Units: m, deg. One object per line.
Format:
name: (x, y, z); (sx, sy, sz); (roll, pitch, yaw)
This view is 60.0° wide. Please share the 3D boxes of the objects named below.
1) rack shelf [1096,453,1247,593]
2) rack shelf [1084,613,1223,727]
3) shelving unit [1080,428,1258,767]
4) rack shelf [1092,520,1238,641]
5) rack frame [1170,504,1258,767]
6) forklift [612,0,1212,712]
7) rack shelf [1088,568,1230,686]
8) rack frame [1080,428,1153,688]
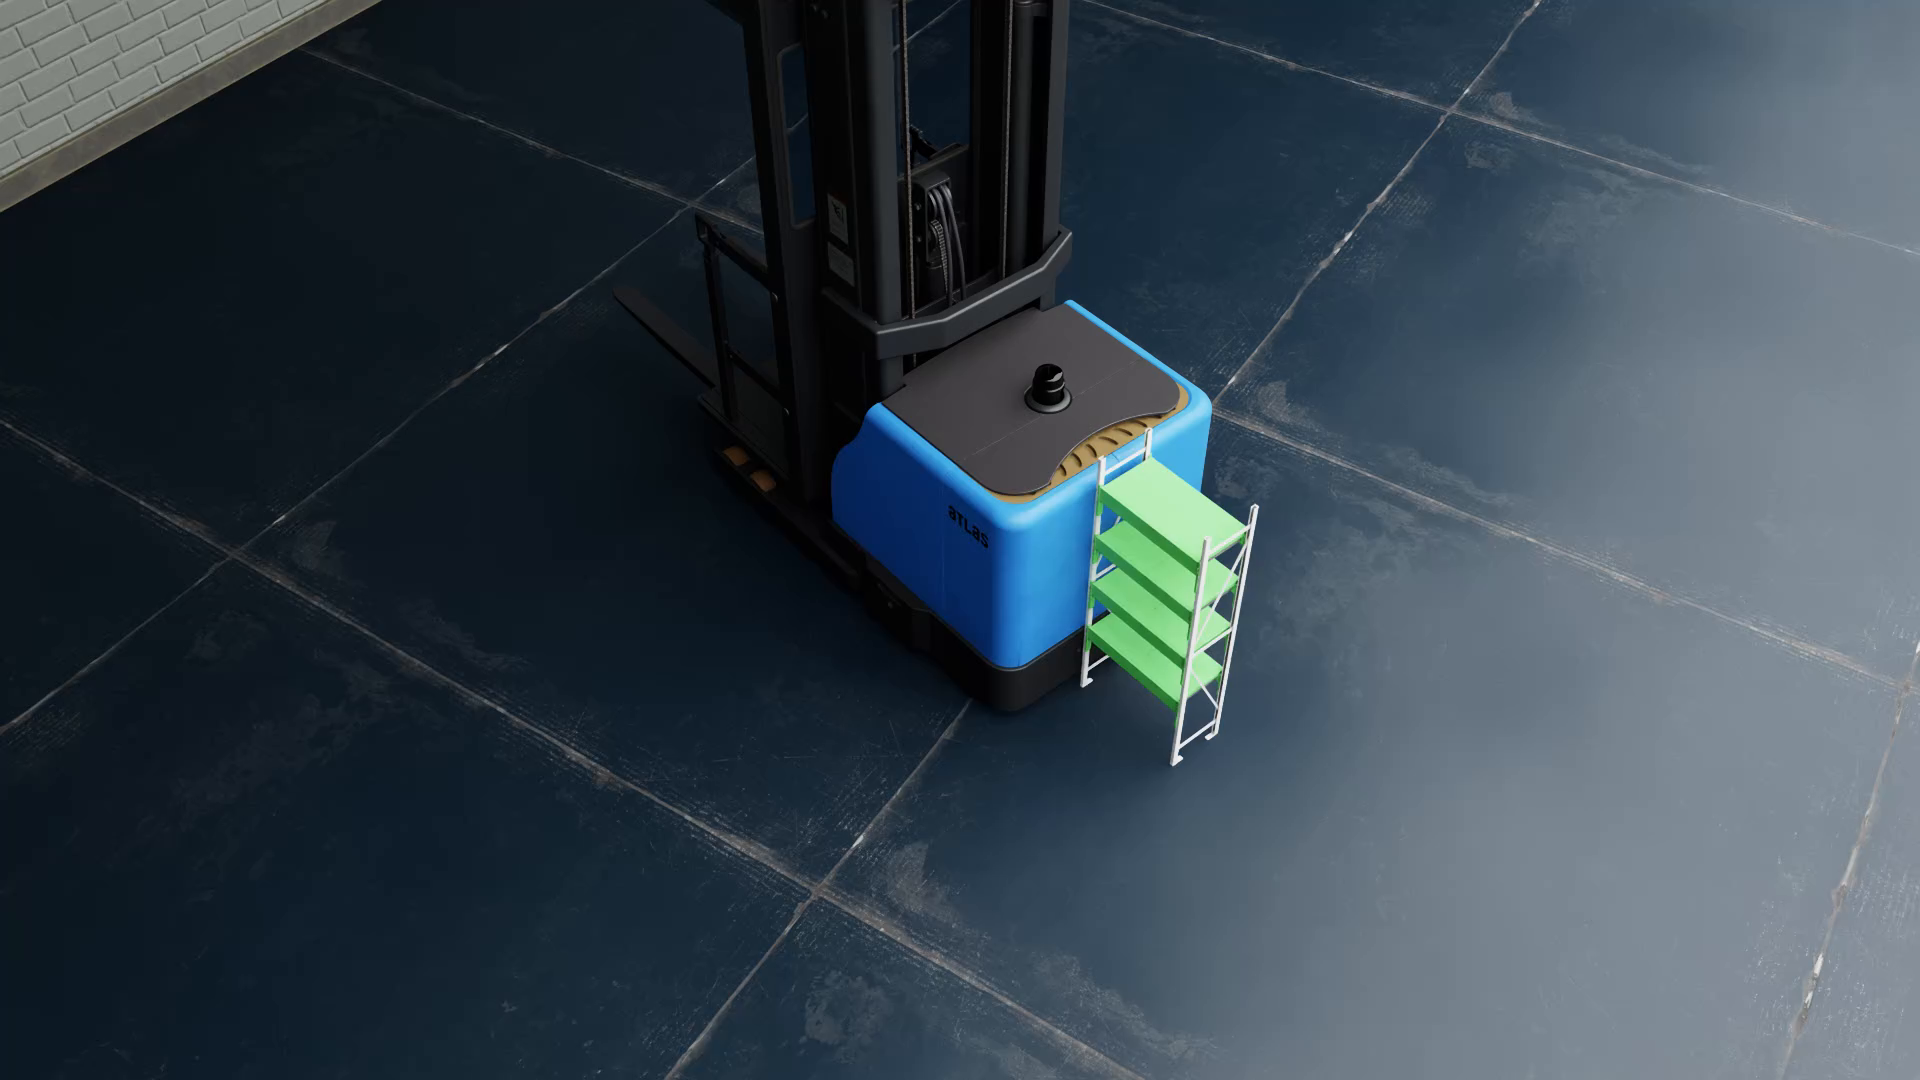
rack shelf: (0.717, -0.063, 5.616); (0.258, 0.148, 0.480); (-31, 53, -27)
rack shelf: (0.717, 0.439, 6.132); (0.258, 0.148, 0.480); (-31, 53, -27)
shelving unit: (0.717, 0.227, 5.914); (0.258, 1.200, 0.503); (-31, 53, -27)
rack shelf: (0.717, 0.104, 5.788); (0.258, 0.148, 0.480); (-31, 53, -27)
rack frame: (0.874, 0.361, 5.784); (0.240, 1.200, 0.015); (-31, 53, -27)
forklift: (-0.406, -1.367, 6.257); (1.130, 2.935, 3.031); (-31, 53, -27)
rack shelf: (0.717, 0.272, 5.960); (0.258, 0.148, 0.480); (-31, 53, -27)
rack frame: (0.560, 0.093, 6.045); (0.240, 1.200, 0.015); (-31, 53, -27)
